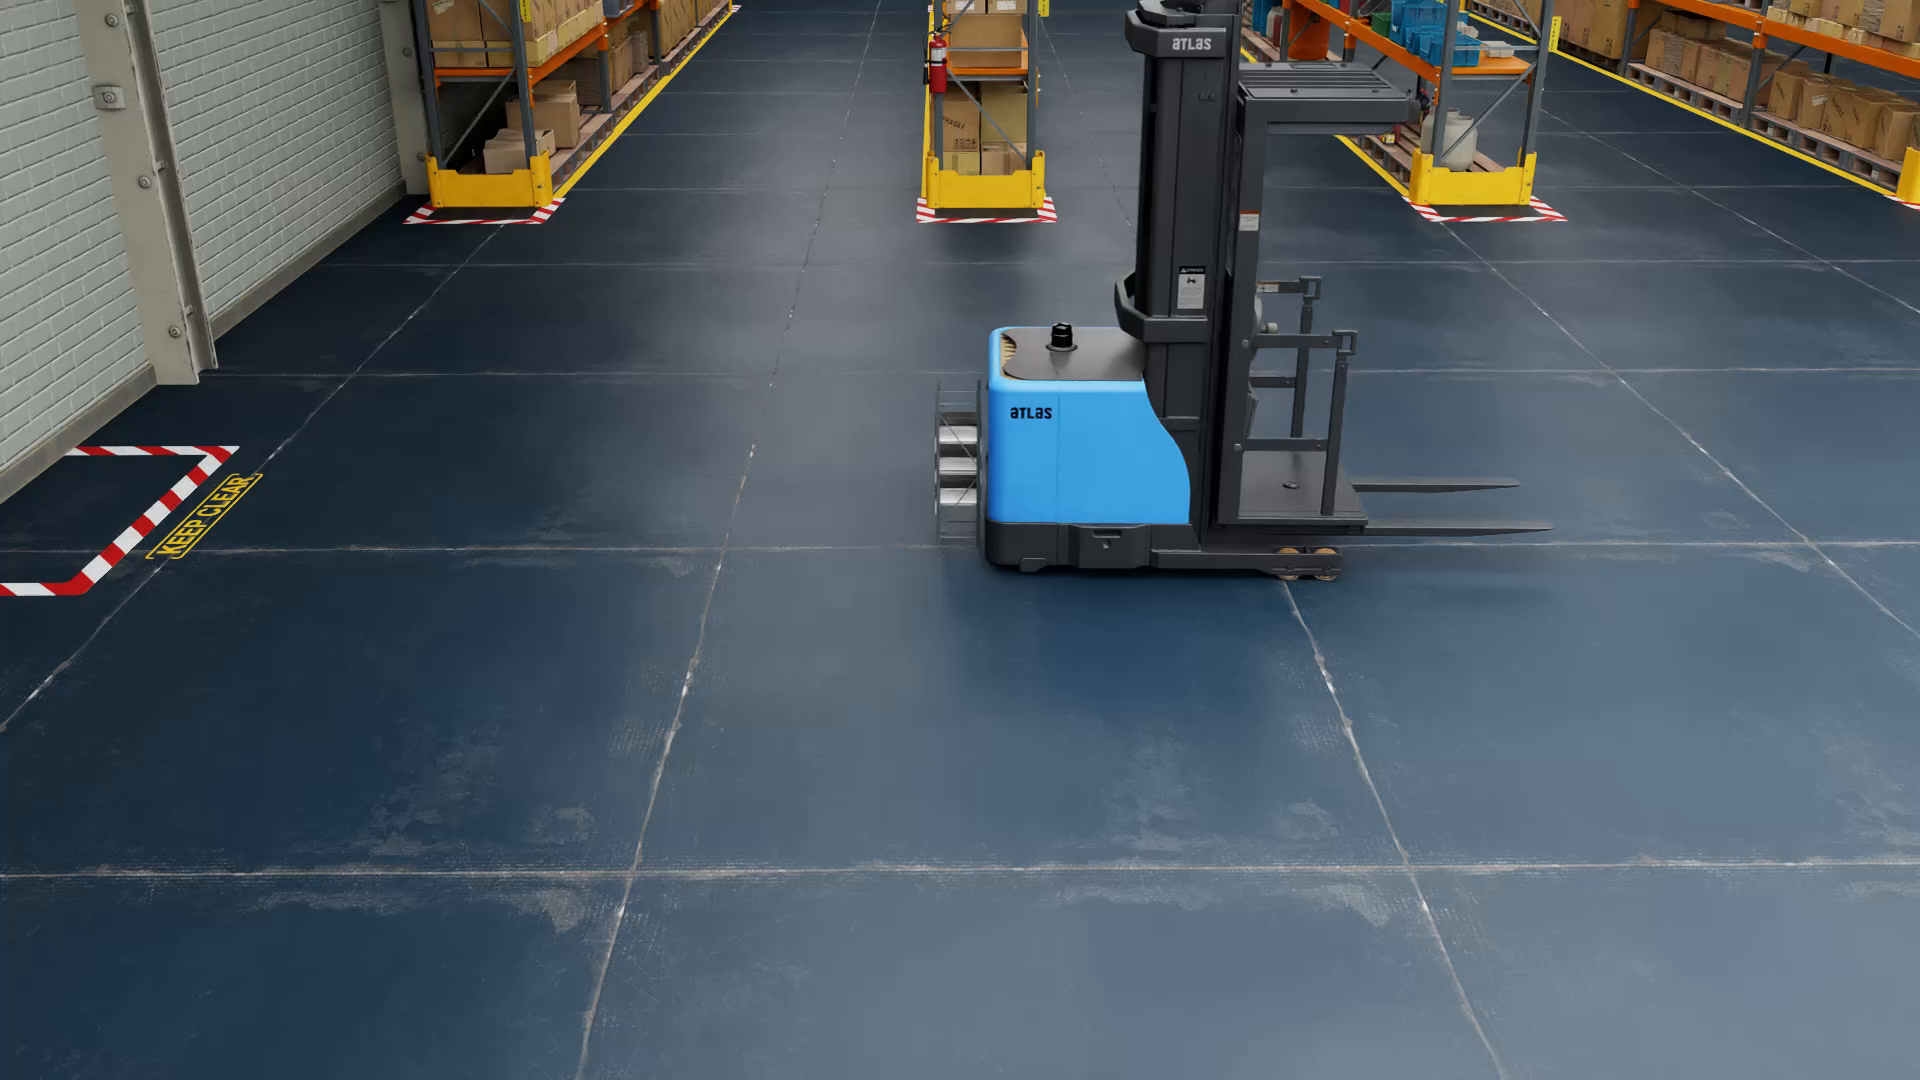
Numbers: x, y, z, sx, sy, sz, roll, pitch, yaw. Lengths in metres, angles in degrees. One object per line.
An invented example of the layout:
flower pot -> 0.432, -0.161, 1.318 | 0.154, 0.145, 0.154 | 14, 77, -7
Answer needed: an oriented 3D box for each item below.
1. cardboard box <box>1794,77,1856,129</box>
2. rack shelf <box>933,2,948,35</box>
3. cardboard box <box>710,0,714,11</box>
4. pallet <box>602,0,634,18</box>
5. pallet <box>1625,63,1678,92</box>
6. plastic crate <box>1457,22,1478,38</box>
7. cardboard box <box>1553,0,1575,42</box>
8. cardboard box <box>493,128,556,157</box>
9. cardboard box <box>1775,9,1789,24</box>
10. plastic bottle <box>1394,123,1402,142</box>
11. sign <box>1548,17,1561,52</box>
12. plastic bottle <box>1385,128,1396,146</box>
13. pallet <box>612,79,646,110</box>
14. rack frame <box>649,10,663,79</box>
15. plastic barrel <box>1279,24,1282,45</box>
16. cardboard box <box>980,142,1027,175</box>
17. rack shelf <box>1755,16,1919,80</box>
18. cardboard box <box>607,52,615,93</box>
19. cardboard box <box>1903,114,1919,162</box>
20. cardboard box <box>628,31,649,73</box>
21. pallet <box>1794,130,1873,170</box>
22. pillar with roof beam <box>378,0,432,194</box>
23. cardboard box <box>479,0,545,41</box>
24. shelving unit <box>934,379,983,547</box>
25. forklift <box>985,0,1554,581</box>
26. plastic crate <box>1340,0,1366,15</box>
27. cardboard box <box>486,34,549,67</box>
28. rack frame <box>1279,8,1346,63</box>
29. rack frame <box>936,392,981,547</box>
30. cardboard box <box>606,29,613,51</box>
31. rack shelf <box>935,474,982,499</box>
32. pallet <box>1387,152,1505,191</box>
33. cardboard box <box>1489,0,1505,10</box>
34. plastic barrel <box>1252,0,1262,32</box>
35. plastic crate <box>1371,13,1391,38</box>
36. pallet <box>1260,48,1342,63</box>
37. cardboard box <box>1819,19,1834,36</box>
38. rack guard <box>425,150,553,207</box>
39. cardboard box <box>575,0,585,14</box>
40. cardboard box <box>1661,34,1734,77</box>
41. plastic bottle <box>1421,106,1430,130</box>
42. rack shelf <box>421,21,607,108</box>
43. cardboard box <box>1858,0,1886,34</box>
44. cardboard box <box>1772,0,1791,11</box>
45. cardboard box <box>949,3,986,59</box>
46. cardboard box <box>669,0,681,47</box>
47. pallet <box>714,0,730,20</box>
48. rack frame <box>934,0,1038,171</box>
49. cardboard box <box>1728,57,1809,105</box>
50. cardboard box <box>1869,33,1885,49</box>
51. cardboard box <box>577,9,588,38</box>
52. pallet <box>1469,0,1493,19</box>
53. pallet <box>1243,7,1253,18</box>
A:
cardboard box -> 10.088, -5.094, 19.398 | 0.500, 0.500, 0.500 | 8, 25, 16
rack shelf -> 0.182, -6.896, 21.731 | 1.077, 0.370, 4.000 | 0, 24, -1
cardboard box -> -4.761, -9.672, 29.519 | 0.700, 0.500, 0.500 | -1, 24, -2
pallet -> -4.612, -6.604, 20.445 | 1.003, 0.211, 1.213 | 0, 24, -1
pallet -> 10.073, -6.499, 23.363 | 1.003, 0.211, 1.213 | 0, 24, -1
plastic crate -> 5.428, -5.633, 18.384 | 0.530, 0.136, 0.437 | 0, 24, -1
cardboard box -> 10.060, -8.331, 26.099 | 1.225, 0.875, 0.875 | -1, 24, -2
cardboard box -> -4.629, -4.224, 17.678 | 0.500, 0.311, 0.500 | 2, 24, 4
cardboard box -> 9.801, -6.135, 19.481 | 0.380, 0.149, 0.250 | 0, 24, -1
plastic bottle -> 4.874, -4.595, 18.531 | 0.061, 0.283, 0.133 | 0, 24, -1
sign -> 5.751, -4.899, 16.106 | 0.100, 0.325, 0.005 | 0, 24, -1
plastic bottle -> 4.743, -4.453, 18.317 | 0.097, 0.201, 0.097 | 0, 24, 0
pallet -> -4.775, -5.930, 22.106 | 1.003, 0.211, 1.213 | 0, 24, -1
rack frame -> -4.793, -8.024, 23.352 | 1.000, 3.000, 0.127 | 0, 24, -1
plastic barrel -> 4.996, -7.560, 24.836 | 0.421, 0.512, 0.421 | 0, 24, 0
cardboard box -> 0.464, -3.912, 17.087 | 0.500, 0.250, 0.500 | 0, 24, -1
rack shelf -> 10.132, -5.291, 18.182 | 1.077, 0.370, 4.000 | 0, 24, -1
cardboard box -> -4.830, -5.954, 21.273 | 0.700, 0.500, 0.500 | -1, 24, -2
cardboard box -> 10.164, -4.104, 17.209 | 0.500, 0.500, 0.500 | 4, 25, 9
cardboard box -> -4.733, -6.789, 23.121 | 0.700, 0.500, 0.500 | 0, 24, 0
pallet -> 10.169, -4.392, 18.704 | 1.003, 0.211, 1.213 | 0, 24, -1
pillar with roof beam -> -1.273, -7.765, 15.499 | 9.100, 9.000, 0.400 | 0, 24, -1
cardboard box -> -4.410, -5.208, 16.374 | 0.500, 0.500, 0.500 | 0, 24, 0
shelving unit -> -0.008, -0.413, 9.072 | 0.258, 0.900, 0.210 | 0, 24, 1
forklift -> 1.656, -1.344, 8.664 | 3.031, 2.935, 1.130 | 0, 24, 1
plastic crate -> 4.846, -6.648, 20.231 | 0.402, 0.464, 0.583 | 0, 24, -1
cardboard box -> -4.393, -4.871, 16.538 | 0.500, 0.250, 0.500 | -1, 24, -2
rack frame -> 5.114, -8.069, 23.451 | 1.000, 3.000, 0.127 | 0, 24, -1
rack frame -> -0.010, -0.371, 8.979 | 0.240, 0.900, 0.006 | 0, 24, 1
cardboard box -> -4.791, -6.478, 21.523 | 0.500, 0.250, 0.500 | -1, 24, -2
rack shelf -> -0.008, -0.301, 9.122 | 0.258, 0.077, 0.200 | 0, 24, 1
pallet -> 5.150, -3.868, 17.546 | 1.003, 0.211, 1.213 | 0, 24, -1
cardboard box -> 10.076, -9.973, 29.729 | 0.875, 0.875, 0.875 | 0, 24, -1
plastic barrel -> 5.059, -8.728, 26.945 | 0.600, 0.901, 0.708 | 0, 24, -1
plastic crate -> 4.890, -5.763, 18.610 | 0.450, 0.188, 0.662 | 0, 24, -1
pallet -> 5.063, -7.123, 24.743 | 1.003, 0.211, 1.213 | 0, 24, -1
cardboard box -> 9.850, -5.724, 18.570 | 0.380, 0.149, 0.250 | 0, 24, -1
rack guard -> -4.706, -3.620, 16.648 | 1.175, 0.500, 0.348 | 0, 24, -1
cardboard box -> -4.429, -6.052, 18.239 | 0.500, 0.500, 0.500 | -1, 24, -2
cardboard box -> 10.112, -6.648, 22.809 | 0.700, 0.500, 0.500 | -2, 24, -5
plastic bottle -> 5.349, -4.839, 19.073 | 0.061, 0.283, 0.133 | 0, 24, -1
rack shelf -> -4.727, -5.224, 18.034 | 1.077, 0.370, 4.000 | 0, 24, -1
cardboard box -> 10.087, -5.614, 17.541 | 0.875, 0.500, 0.500 | 0, 24, -1
cardboard box -> 10.053, -6.438, 19.363 | 0.875, 0.500, 0.500 | 0, 24, -1
cardboard box -> 0.245, -5.206, 16.999 | 0.700, 0.500, 0.500 | 0, 24, 1
cardboard box -> -4.673, -7.901, 25.178 | 0.750, 0.750, 0.750 | 0, 24, -1
pallet -> -4.793, -9.721, 30.488 | 1.003, 0.211, 1.213 | 0, 24, -1
rack frame -> 0.248, -4.752, 16.116 | 1.000, 3.000, 0.127 | 0, 24, -1
cardboard box -> 10.125, -5.758, 20.840 | 0.700, 0.500, 0.500 | -2, 24, -5
cardboard box -> 9.914, -5.312, 17.659 | 0.380, 0.149, 0.250 | 0, 24, -1
cardboard box -> -4.423, -5.711, 18.394 | 0.500, 0.250, 0.500 | 0, 24, -1
pallet -> 10.066, -9.788, 30.636 | 1.003, 0.211, 1.213 | 0, 24, -1
pallet -> 5.007, -9.253, 29.454 | 1.003, 0.211, 1.213 | 0, 24, -1
